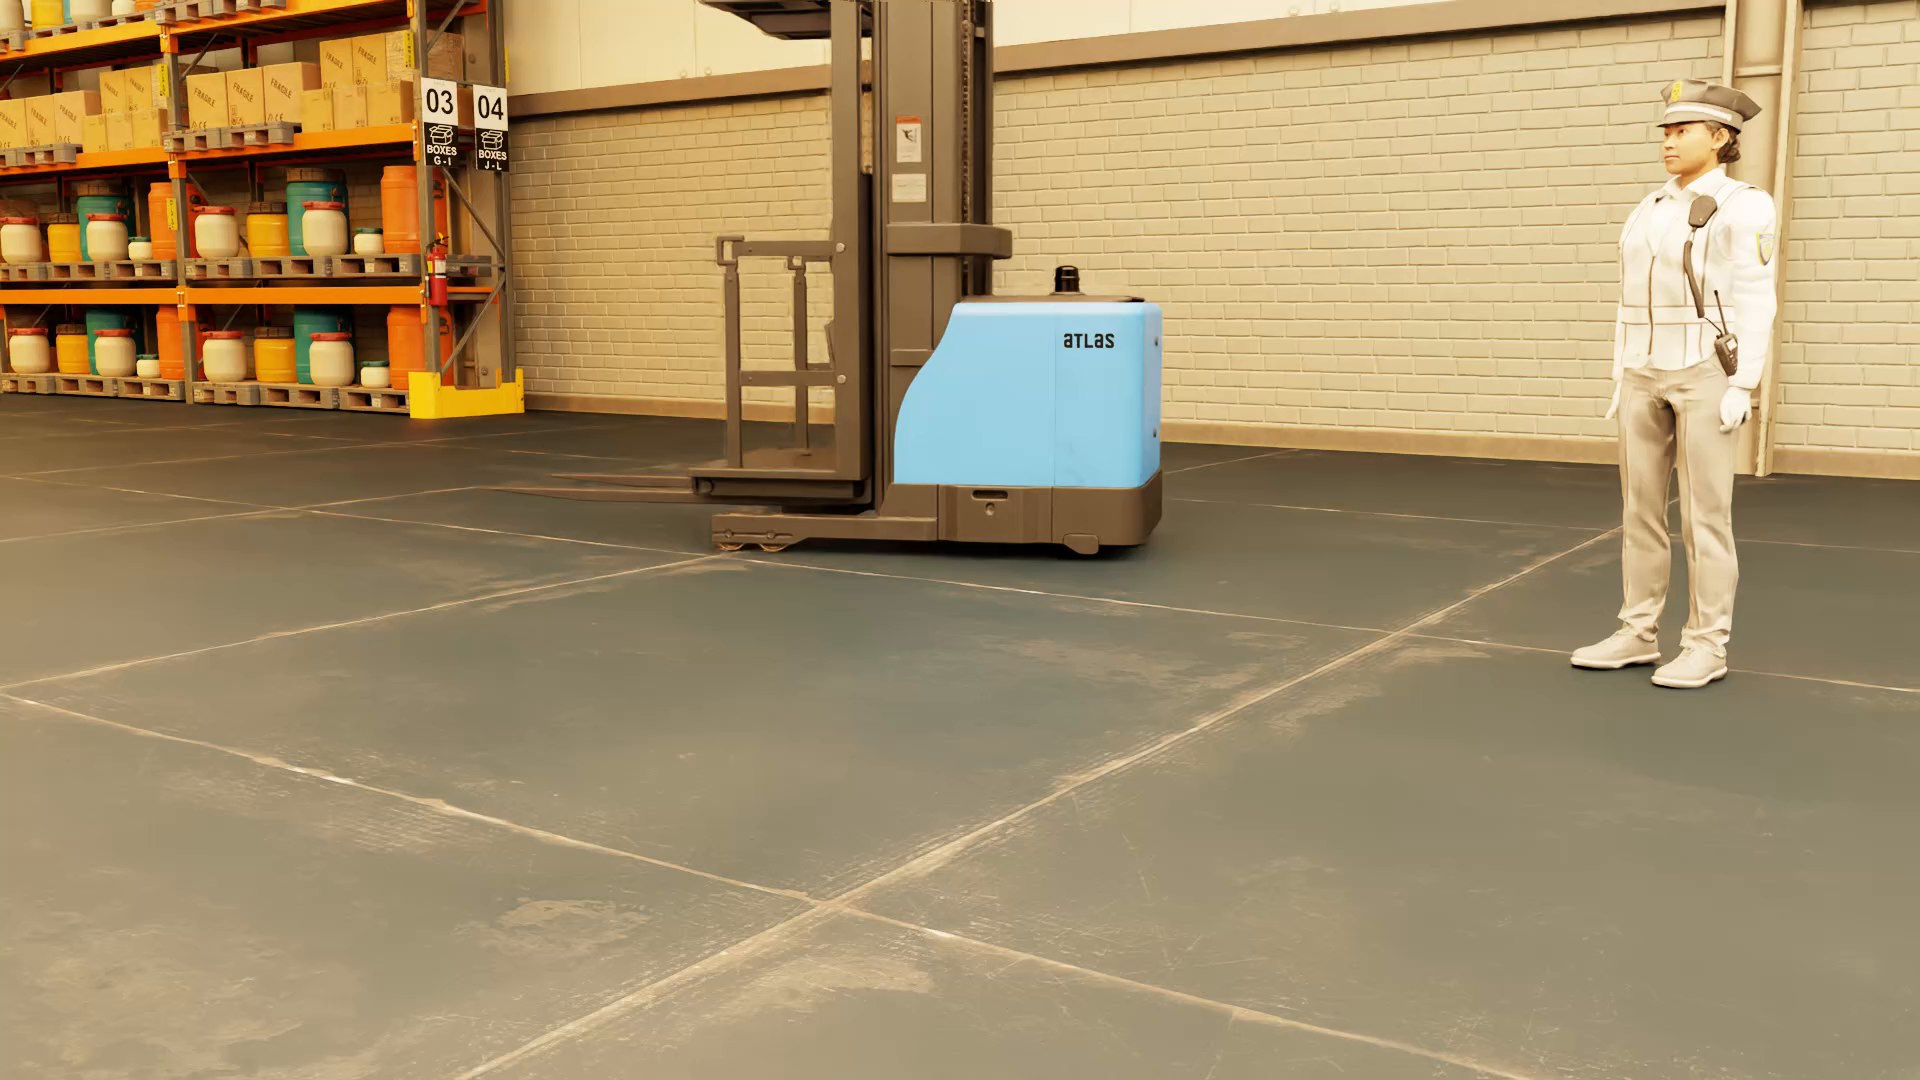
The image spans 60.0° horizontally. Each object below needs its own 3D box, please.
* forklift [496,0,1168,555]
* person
[{"bbox_3d":[-0.596,-1.469,7.520,3.031,2.935,1.130,2,8,12],"label":"forklift"},{"bbox_3d":[2.059,-0.444,4.730,0.355,1.694,0.464,-4,9,-27],"label":"person"}]
